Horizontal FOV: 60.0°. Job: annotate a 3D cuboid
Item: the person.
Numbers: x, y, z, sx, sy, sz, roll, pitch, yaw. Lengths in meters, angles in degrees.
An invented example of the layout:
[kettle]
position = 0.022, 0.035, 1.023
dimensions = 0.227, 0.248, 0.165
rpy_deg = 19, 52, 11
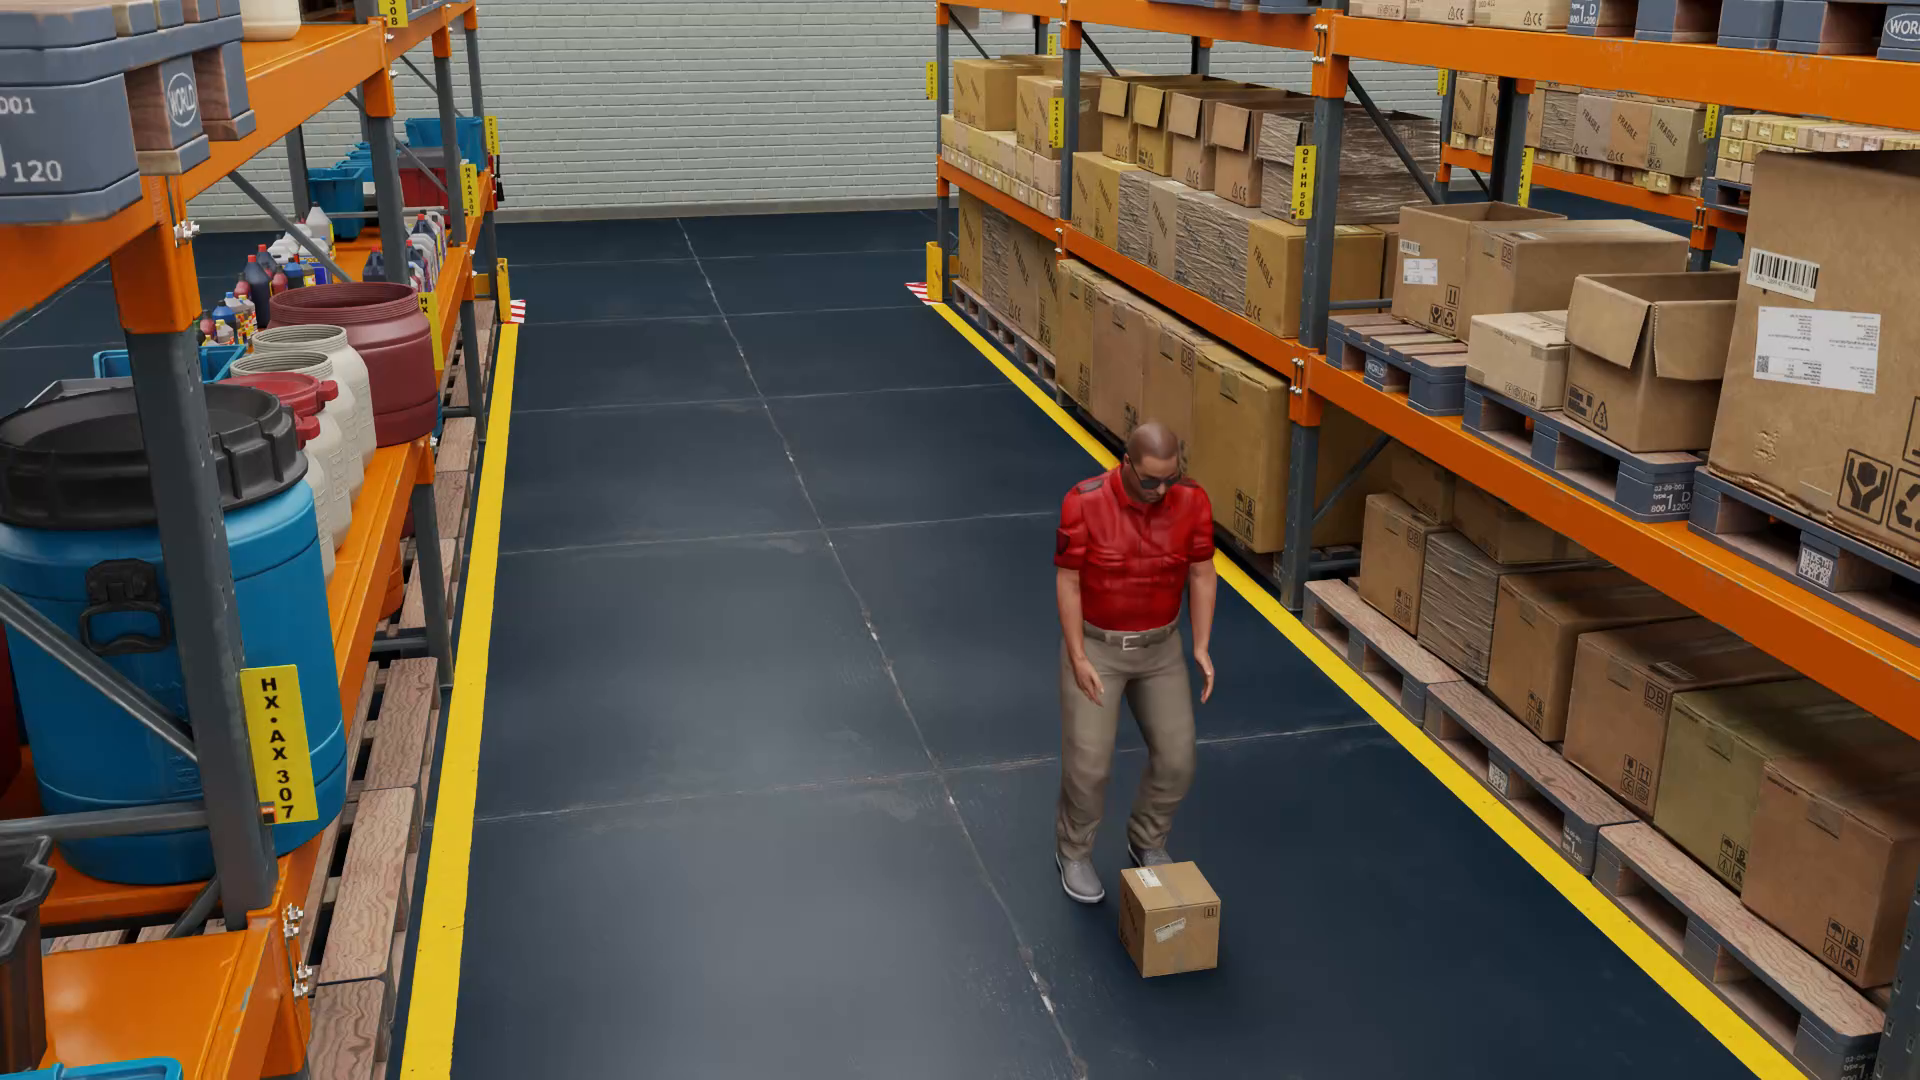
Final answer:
[person]
position = 0.601, 0.848, 5.554
dimensions = 0.543, 0.857, 0.957
rpy_deg = -5, 20, -15
